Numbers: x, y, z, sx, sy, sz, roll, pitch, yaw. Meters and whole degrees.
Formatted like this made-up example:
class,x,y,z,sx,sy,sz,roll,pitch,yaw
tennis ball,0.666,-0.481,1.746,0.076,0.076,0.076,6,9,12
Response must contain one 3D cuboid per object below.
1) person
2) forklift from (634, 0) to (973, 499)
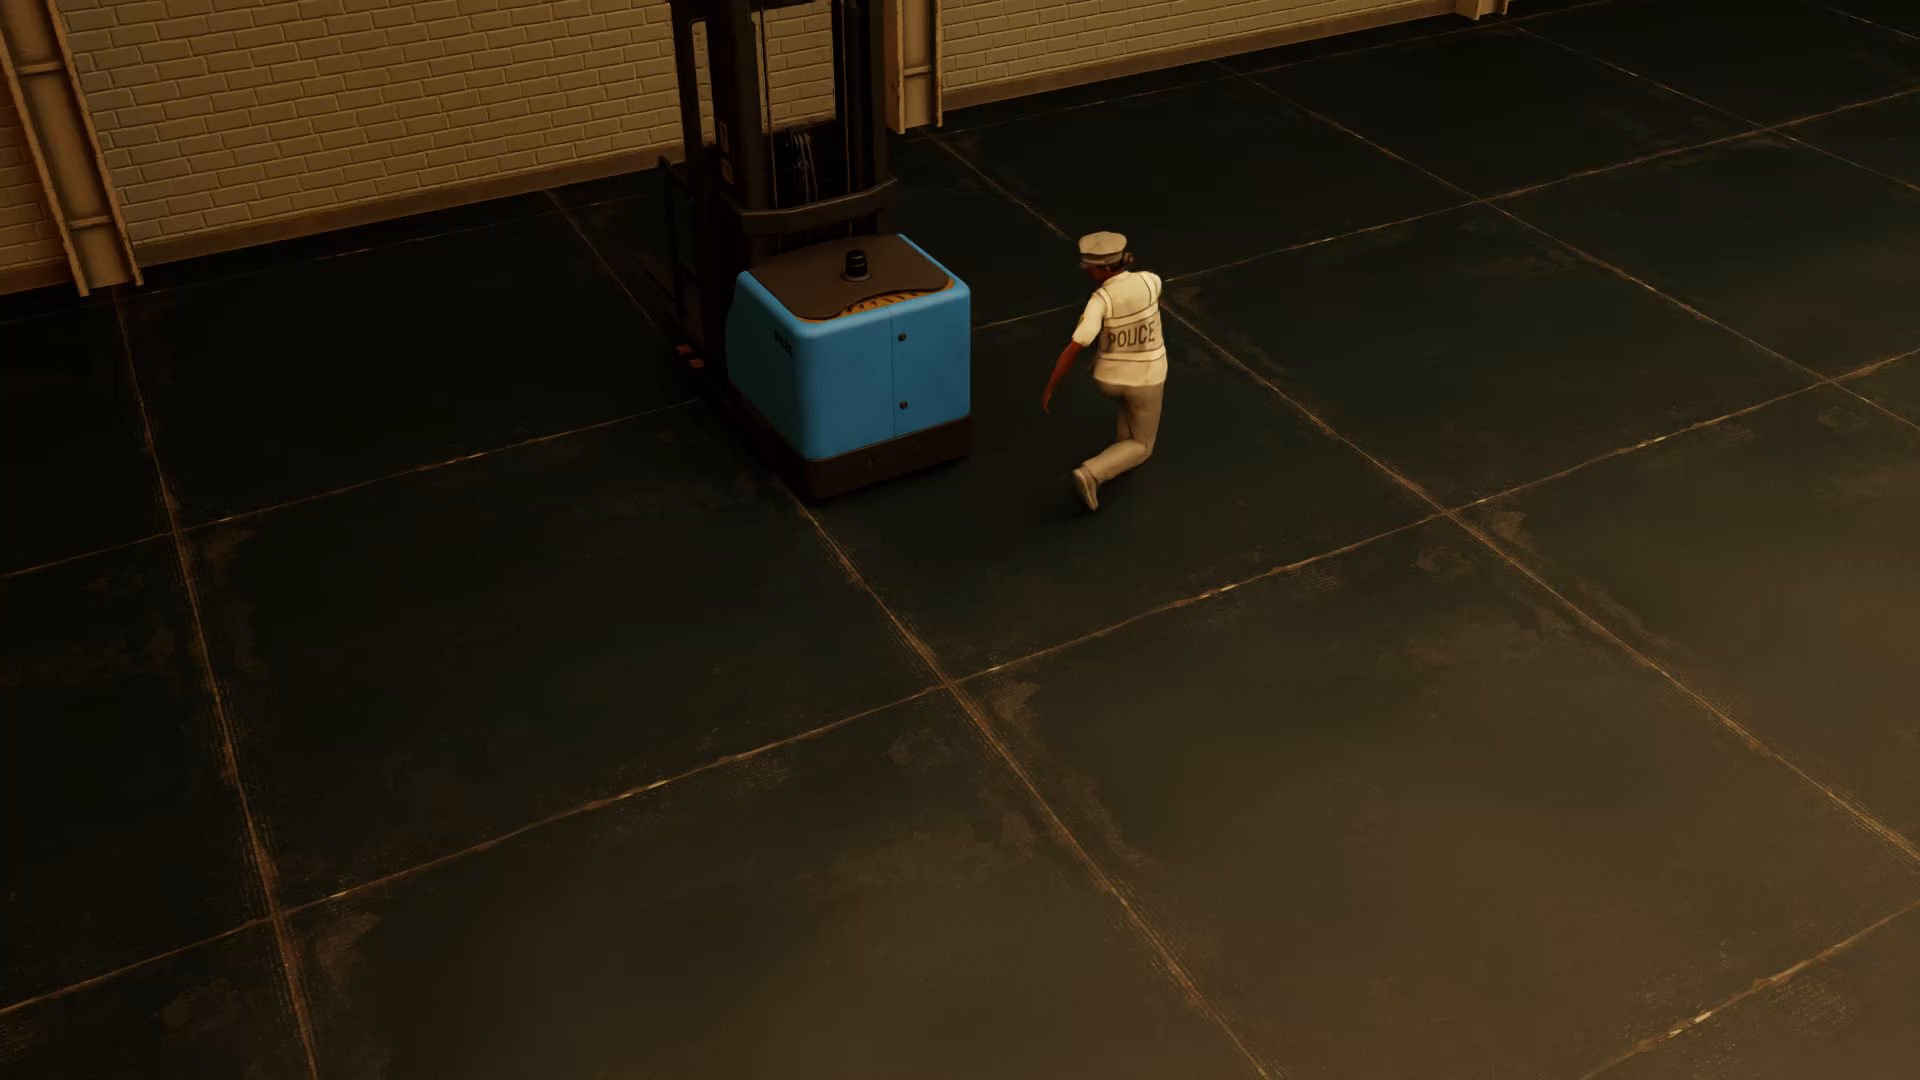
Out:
class,x,y,z,sx,sy,sz,roll,pitch,yaw
person,0.781,-0.890,8.738,0.599,1.442,0.862,11,37,15
forklift,-1.099,-2.241,9.293,1.130,2.935,3.031,-18,39,-24
